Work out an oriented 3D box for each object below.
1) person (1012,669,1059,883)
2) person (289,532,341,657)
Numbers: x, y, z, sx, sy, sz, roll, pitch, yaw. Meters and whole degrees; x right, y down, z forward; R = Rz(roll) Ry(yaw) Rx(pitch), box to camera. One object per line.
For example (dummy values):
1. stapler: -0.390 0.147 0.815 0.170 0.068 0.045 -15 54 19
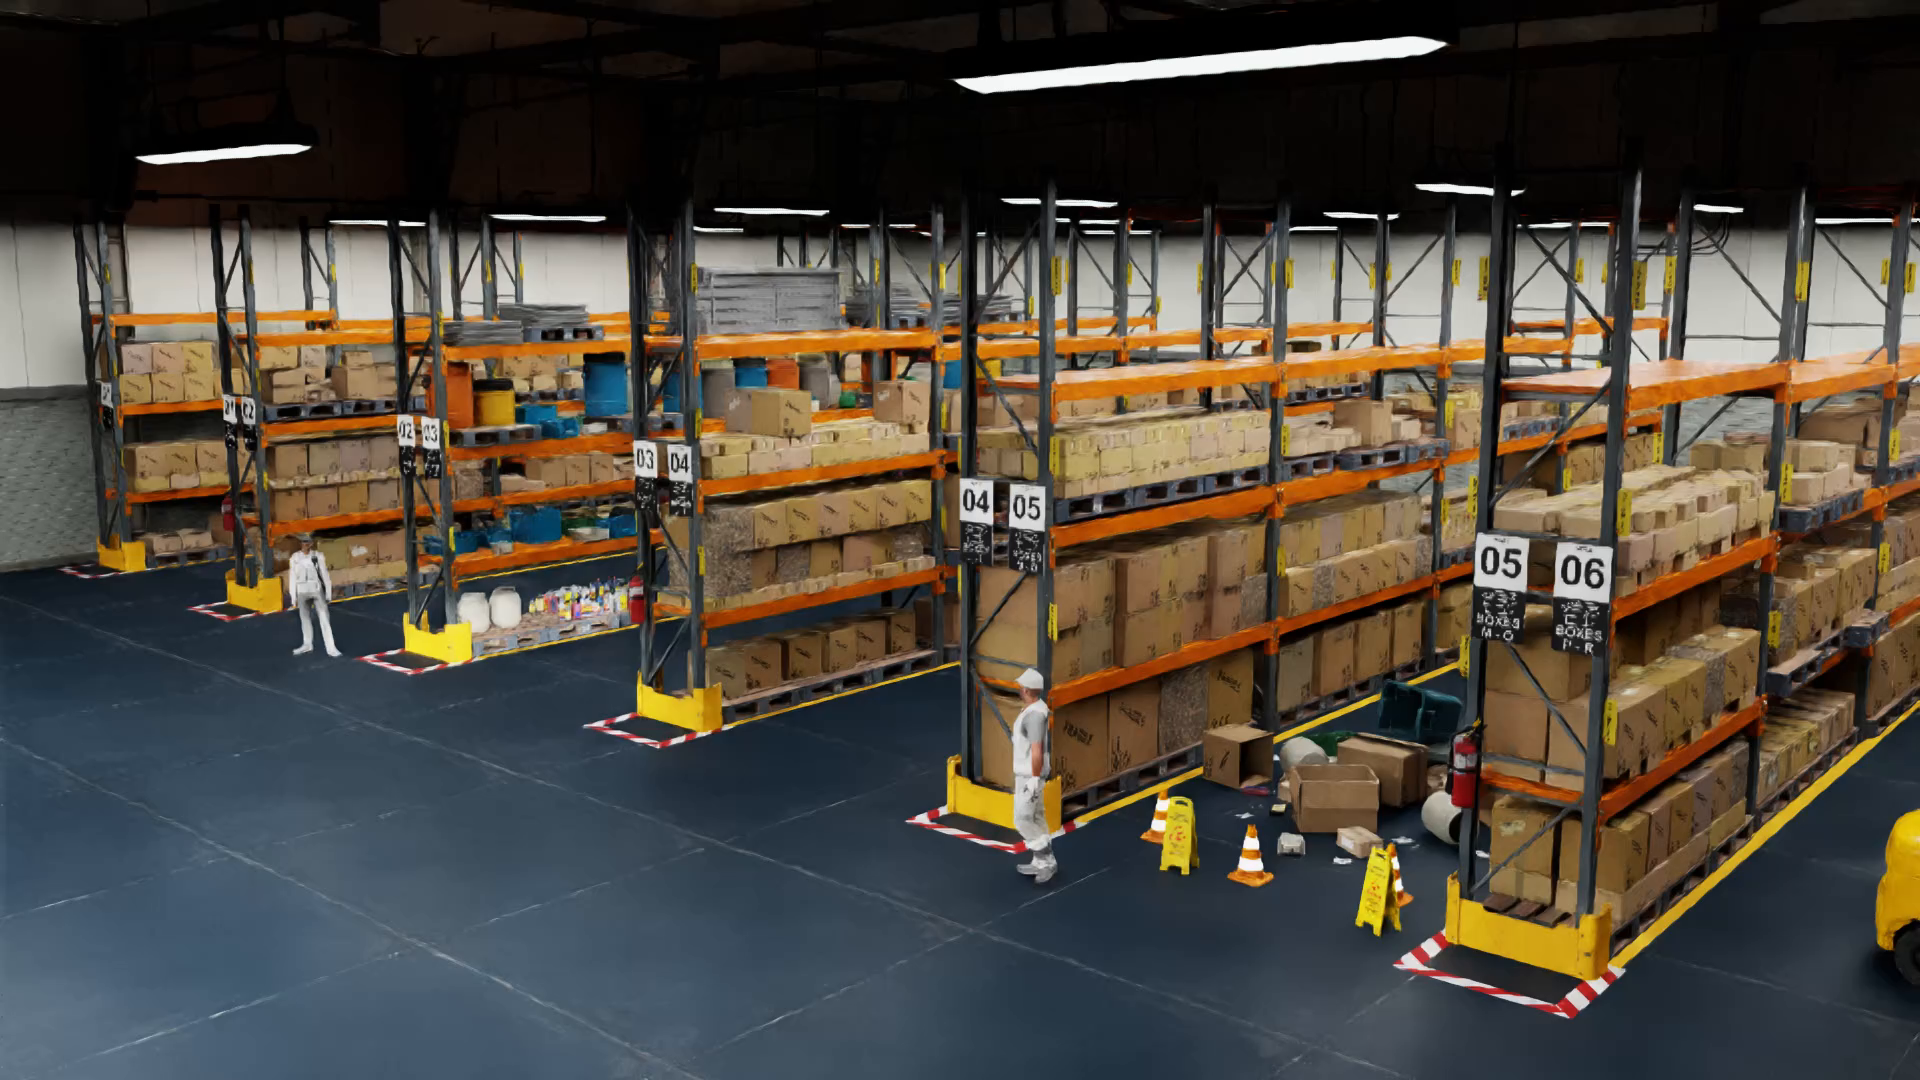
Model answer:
1. person: 0.639 1.975 13.996 0.399 1.782 0.628 1 9 4
2. person: -8.537 0.700 21.961 0.685 1.672 0.553 -2 10 -10
